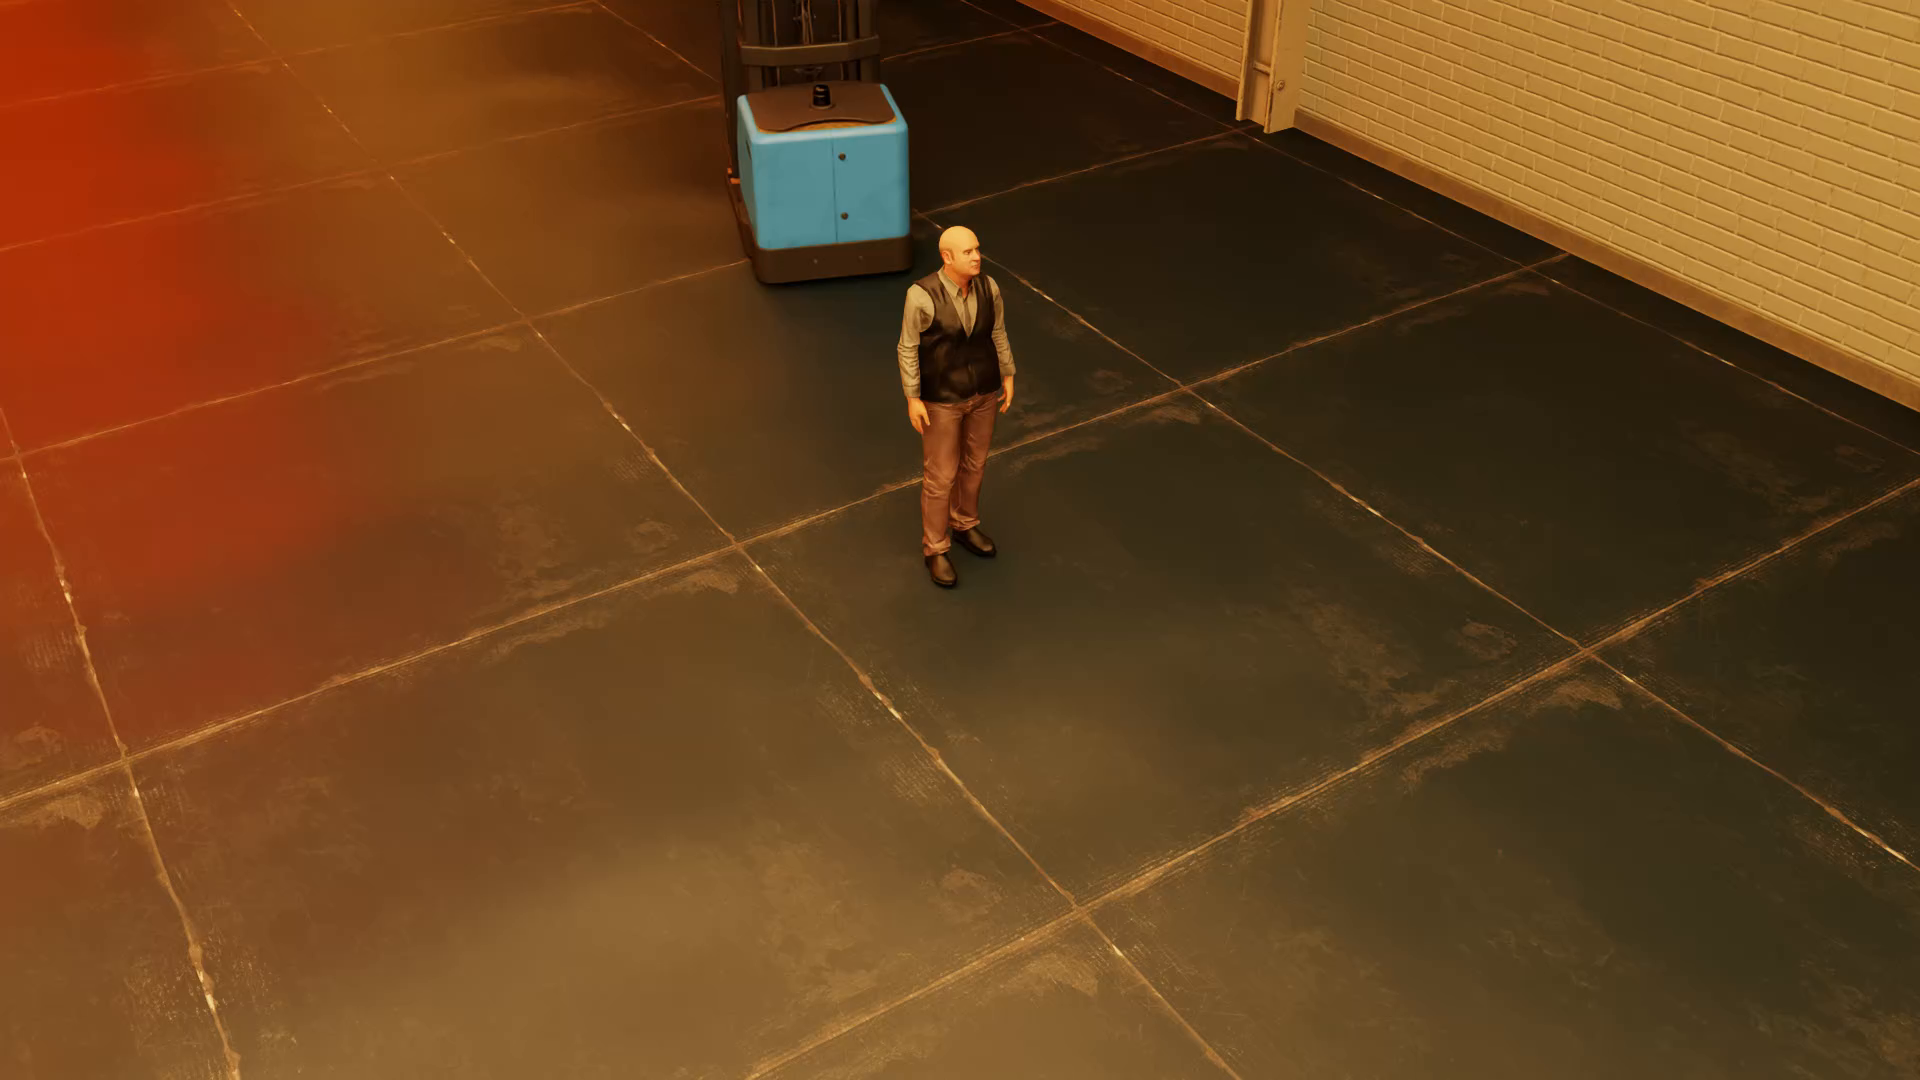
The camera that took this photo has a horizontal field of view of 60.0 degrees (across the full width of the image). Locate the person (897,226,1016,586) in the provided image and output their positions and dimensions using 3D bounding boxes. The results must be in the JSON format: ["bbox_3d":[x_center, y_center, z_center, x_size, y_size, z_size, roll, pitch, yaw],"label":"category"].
[{"bbox_3d":[0.028,-0.678,8.151,0.634,1.722,0.566,-21,40,-27],"label":"person"}]

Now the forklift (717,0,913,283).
[{"bbox_3d":[-1.144,-3.738,11.467,1.130,2.935,3.031,-8,36,-11],"label":"forklift"}]
